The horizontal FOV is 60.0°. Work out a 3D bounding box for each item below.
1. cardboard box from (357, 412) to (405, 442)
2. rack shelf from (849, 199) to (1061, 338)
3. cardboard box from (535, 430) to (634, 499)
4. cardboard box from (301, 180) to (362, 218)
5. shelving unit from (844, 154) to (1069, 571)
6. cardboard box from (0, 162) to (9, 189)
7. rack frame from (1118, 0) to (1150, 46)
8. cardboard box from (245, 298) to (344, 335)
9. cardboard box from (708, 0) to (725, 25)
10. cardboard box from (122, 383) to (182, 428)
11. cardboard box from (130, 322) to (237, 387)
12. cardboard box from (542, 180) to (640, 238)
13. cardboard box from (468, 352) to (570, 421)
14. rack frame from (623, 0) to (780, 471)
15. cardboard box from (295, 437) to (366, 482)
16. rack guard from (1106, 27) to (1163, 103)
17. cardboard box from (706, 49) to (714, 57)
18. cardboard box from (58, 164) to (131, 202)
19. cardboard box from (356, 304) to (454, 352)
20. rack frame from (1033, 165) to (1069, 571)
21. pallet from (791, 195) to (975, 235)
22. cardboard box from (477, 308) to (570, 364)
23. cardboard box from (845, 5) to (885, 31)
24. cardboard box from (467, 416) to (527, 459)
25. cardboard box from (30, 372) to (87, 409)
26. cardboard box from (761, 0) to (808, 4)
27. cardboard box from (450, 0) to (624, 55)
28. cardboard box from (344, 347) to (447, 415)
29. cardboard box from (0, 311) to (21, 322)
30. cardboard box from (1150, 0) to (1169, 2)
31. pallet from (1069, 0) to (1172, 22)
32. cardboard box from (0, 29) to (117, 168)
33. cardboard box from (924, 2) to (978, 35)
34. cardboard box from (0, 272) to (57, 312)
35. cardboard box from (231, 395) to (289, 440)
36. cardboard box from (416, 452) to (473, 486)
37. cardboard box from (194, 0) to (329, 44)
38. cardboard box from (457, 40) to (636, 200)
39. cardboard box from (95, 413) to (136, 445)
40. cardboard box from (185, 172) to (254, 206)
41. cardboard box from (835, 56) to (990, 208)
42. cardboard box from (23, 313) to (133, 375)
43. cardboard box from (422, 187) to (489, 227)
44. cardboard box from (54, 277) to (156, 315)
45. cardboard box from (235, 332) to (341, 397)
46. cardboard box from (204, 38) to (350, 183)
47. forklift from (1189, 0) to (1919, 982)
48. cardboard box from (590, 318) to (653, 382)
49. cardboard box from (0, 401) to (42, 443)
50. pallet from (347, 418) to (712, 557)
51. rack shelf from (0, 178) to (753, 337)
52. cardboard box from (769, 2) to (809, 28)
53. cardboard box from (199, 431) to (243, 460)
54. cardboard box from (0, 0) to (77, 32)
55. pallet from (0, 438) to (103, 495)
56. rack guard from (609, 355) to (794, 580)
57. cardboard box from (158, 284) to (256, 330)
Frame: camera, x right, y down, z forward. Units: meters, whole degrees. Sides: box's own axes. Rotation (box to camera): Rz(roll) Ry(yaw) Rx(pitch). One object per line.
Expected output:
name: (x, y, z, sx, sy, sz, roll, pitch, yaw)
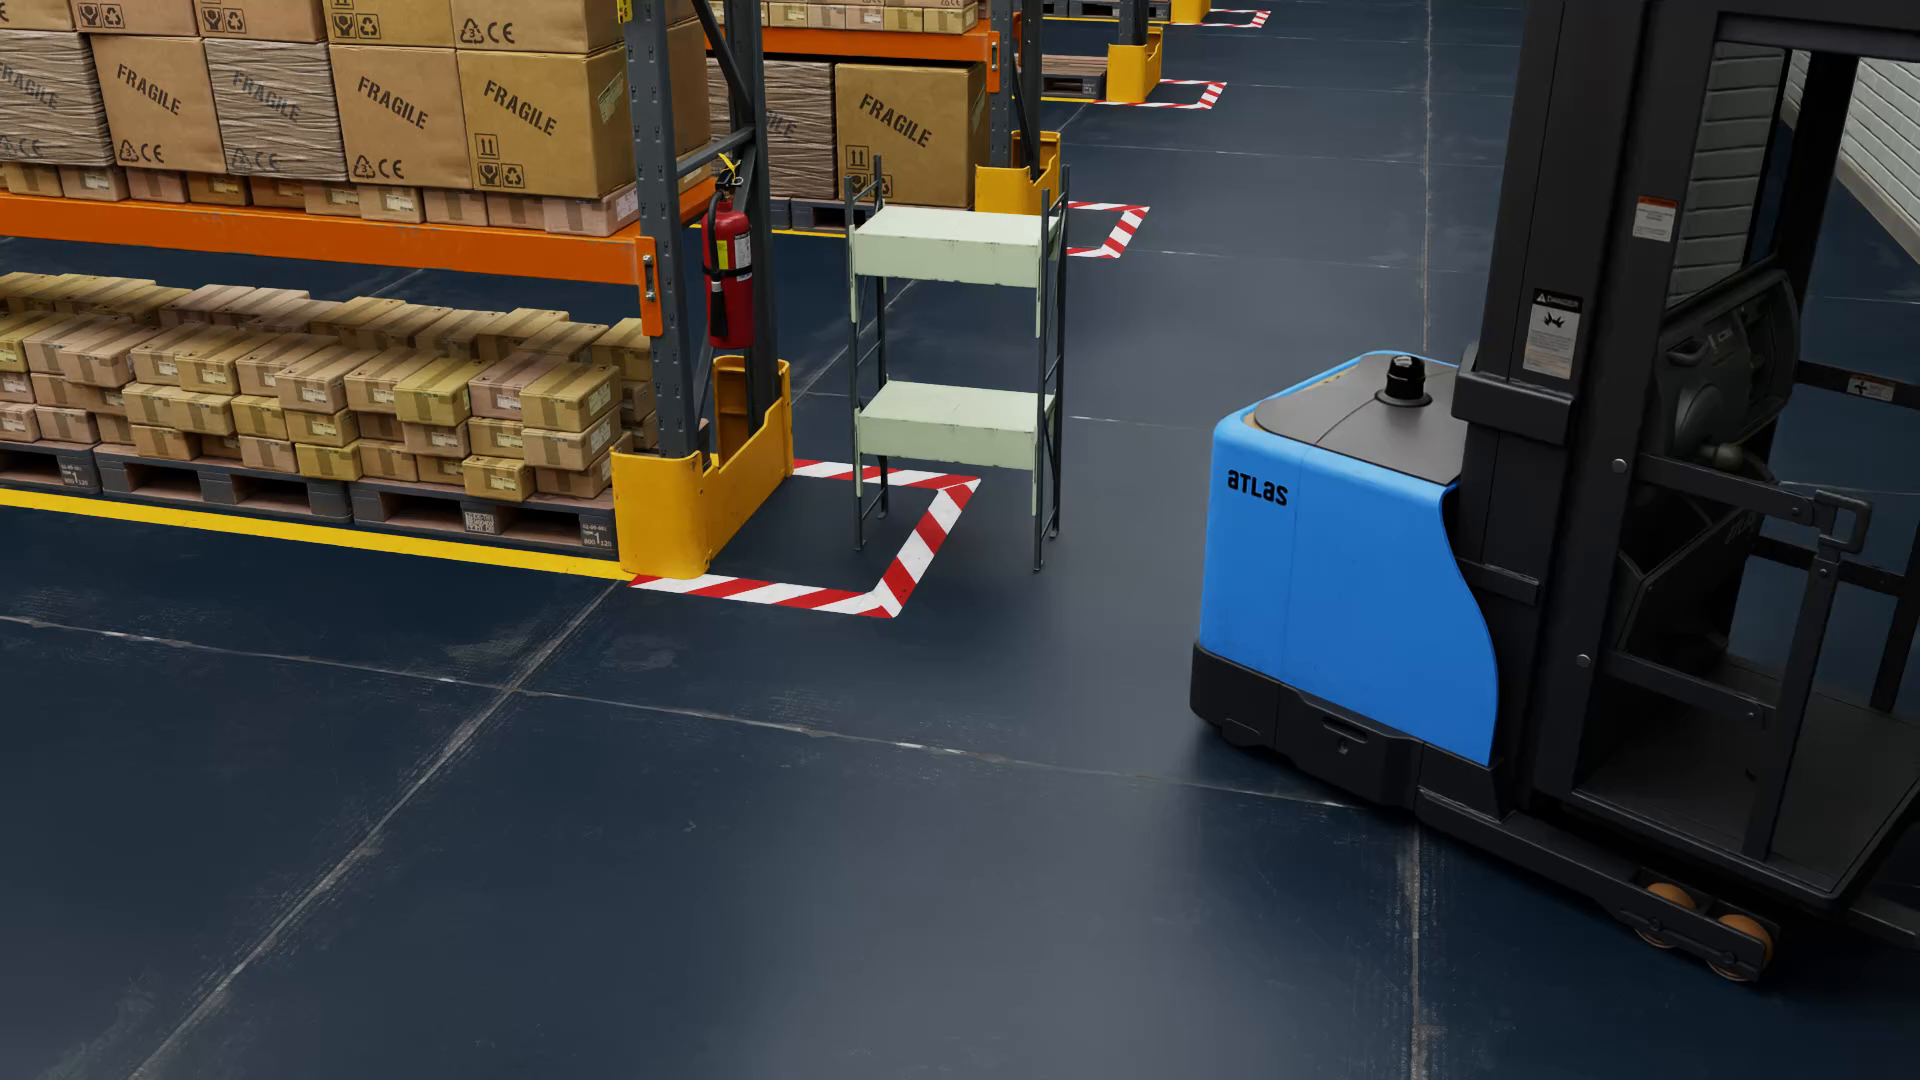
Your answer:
cardboard box: (-2.282, -0.549, 6.895, 0.250, 0.149, 0.380, 6, 26, 12)
rack shelf: (-0.006, -1.030, 6.261, 0.720, 0.370, 0.431, 6, 26, 13)
cardboard box: (-1.524, -0.320, 6.760, 0.250, 0.149, 0.380, 7, 26, 14)
cardboard box: (-2.327, -1.373, 6.436, 0.250, 0.149, 0.380, 5, 26, 11)
shelving unit: (-0.006, -0.678, 6.429, 0.755, 1.500, 0.431, 6, 26, 13)
cardboard box: (-3.841, -1.561, 6.832, 0.250, 0.149, 0.380, 5, 26, 11)
rack frame: (1.605, -5.564, 14.947, 0.127, 3.000, 1.000, 6, 26, 13)
cardboard box: (-2.931, -0.936, 7.363, 0.250, 0.149, 0.380, 6, 26, 13)
cardboard box: (-1.536, -3.453, 10.806, 0.250, 0.149, 0.380, 7, 26, 14)
cardboard box: (-3.302, -0.617, 7.039, 0.250, 0.149, 0.380, 6, 26, 13)
cardboard box: (-3.276, -0.789, 7.053, 0.250, 0.149, 0.380, 5, 26, 11)
cardboard box: (-1.348, -1.252, 6.182, 0.250, 0.149, 0.380, 6, 26, 13)
cardboard box: (-1.767, -0.621, 6.700, 0.250, 0.149, 0.380, 7, 26, 14)
rack frame: (-0.962, -1.448, 6.302, 0.127, 3.000, 1.000, 6, 26, 13)
cardboard box: (-2.537, -0.391, 6.911, 0.250, 0.149, 0.380, 5, 26, 11)
rack guard: (1.631, -4.438, 15.490, 0.348, 0.500, 1.175, 6, 26, 13)
cardboard box: (-2.012, -2.960, 11.461, 0.875, 0.875, 0.875, 6, 26, 13)
cardboard box: (-3.355, -1.475, 6.652, 0.250, 0.149, 0.380, 7, 26, 15)
cardboard box: (-2.421, -0.902, 7.291, 0.250, 0.149, 0.380, 7, 26, 15)
rack frame: (0.348, -0.639, 6.347, 0.023, 1.500, 0.400, 6, 26, 13)
pallet: (-0.423, -2.296, 11.327, 1.213, 0.211, 1.003, 6, 26, 13)
cardboard box: (-1.894, -0.876, 7.237, 0.250, 0.149, 0.380, 6, 26, 13)
cardboard box: (-0.552, -3.344, 10.577, 0.250, 0.149, 0.380, 6, 26, 13)
cardboard box: (-1.784, -0.473, 6.735, 0.250, 0.149, 0.380, 6, 26, 12)
cardboard box: (-3.791, -0.710, 7.233, 0.250, 0.149, 0.380, 5, 26, 10)
cardboard box: (-1.148, -3.619, 10.690, 0.500, 0.250, 0.500, 5, 26, 11)
cardboard box: (-1.467, -2.024, 5.887, 0.500, 0.500, 0.500, 6, 26, 12)
cardboard box: (-2.284, -0.650, 6.761, 0.250, 0.149, 0.380, 5, 26, 11)
cardboard box: (-4.302, -0.870, 7.223, 0.250, 0.149, 0.380, 8, 27, 16)
cardboard box: (2.254, -6.651, 19.627, 0.500, 0.500, 0.500, 6, 26, 13)
pallet: (1.996, -6.460, 20.073, 1.213, 0.211, 1.003, 6, 26, 13)
cardboard box: (-3.459, -1.779, 6.534, 0.500, 0.500, 0.500, 6, 26, 12)
cardboard box: (-0.056, -3.289, 10.462, 0.250, 0.149, 0.380, 7, 26, 14)
cardboard box: (-4.426, -1.117, 7.743, 0.250, 0.149, 0.380, 7, 26, 14)
cardboard box: (-2.796, -0.562, 6.924, 0.250, 0.149, 0.380, 8, 27, 16)
cardboard box: (-2.032, -0.369, 6.864, 0.250, 0.149, 0.380, 6, 26, 13)
cardboard box: (-2.464, -2.130, 6.110, 0.500, 0.500, 0.500, 8, 27, 16)
cardboard box: (-1.461, -1.568, 6.092, 0.500, 0.500, 0.500, 7, 26, 14)
cardboard box: (-3.524, -0.552, 7.247, 0.250, 0.149, 0.380, 5, 26, 11)
cardboard box: (-2.835, -1.448, 6.594, 0.250, 0.149, 0.380, 7, 26, 14)
cardboard box: (-0.268, -2.767, 11.056, 0.875, 0.875, 0.875, 6, 26, 13)
cardboard box: (-3.786, -0.845, 7.171, 0.250, 0.149, 0.380, 6, 26, 12)
cardboard box: (-1.826, -1.314, 6.314, 0.250, 0.149, 0.380, 6, 26, 12)
cardboard box: (-3.926, -1.083, 7.671, 0.250, 0.149, 0.380, 6, 26, 13)
cardboard box: (-2.786, -0.730, 6.929, 0.250, 0.149, 0.380, 5, 26, 11)
cardboard box: (-2.452, -1.676, 6.318, 0.500, 0.500, 0.500, 6, 26, 13)
forklift: (2.167, -0.400, 4.254, 3.031, 2.867, 1.129, 22, 33, 38)
cardboard box: (-1.385, -0.816, 7.111, 0.250, 0.149, 0.380, 5, 26, 11)
cardboard box: (-4.052, -0.572, 7.290, 0.250, 0.149, 0.380, 6, 26, 13)
pallet: (-1.813, -0.299, 7.132, 1.213, 0.211, 1.003, 6, 26, 13)
rack shelf: (-2.899, -1.337, 6.906, 4.000, 0.370, 1.077, 6, 26, 13)
cardboard box: (-1.045, -3.398, 10.691, 0.250, 0.149, 0.380, 6, 26, 12)
cardboard box: (-3.023, -0.487, 7.112, 0.250, 0.149, 0.380, 7, 26, 14)
cardboard box: (-3.473, -2.241, 6.342, 0.500, 0.500, 0.500, 7, 26, 14)
pallet: (-4.177, -0.560, 7.680, 1.213, 0.211, 1.003, 6, 26, 13)
rack guard: (-1.035, -0.327, 6.856, 0.348, 0.500, 1.175, 6, 26, 13)
cardboard box: (-3.409, -1.032, 7.564, 0.250, 0.149, 0.380, 5, 26, 10)
